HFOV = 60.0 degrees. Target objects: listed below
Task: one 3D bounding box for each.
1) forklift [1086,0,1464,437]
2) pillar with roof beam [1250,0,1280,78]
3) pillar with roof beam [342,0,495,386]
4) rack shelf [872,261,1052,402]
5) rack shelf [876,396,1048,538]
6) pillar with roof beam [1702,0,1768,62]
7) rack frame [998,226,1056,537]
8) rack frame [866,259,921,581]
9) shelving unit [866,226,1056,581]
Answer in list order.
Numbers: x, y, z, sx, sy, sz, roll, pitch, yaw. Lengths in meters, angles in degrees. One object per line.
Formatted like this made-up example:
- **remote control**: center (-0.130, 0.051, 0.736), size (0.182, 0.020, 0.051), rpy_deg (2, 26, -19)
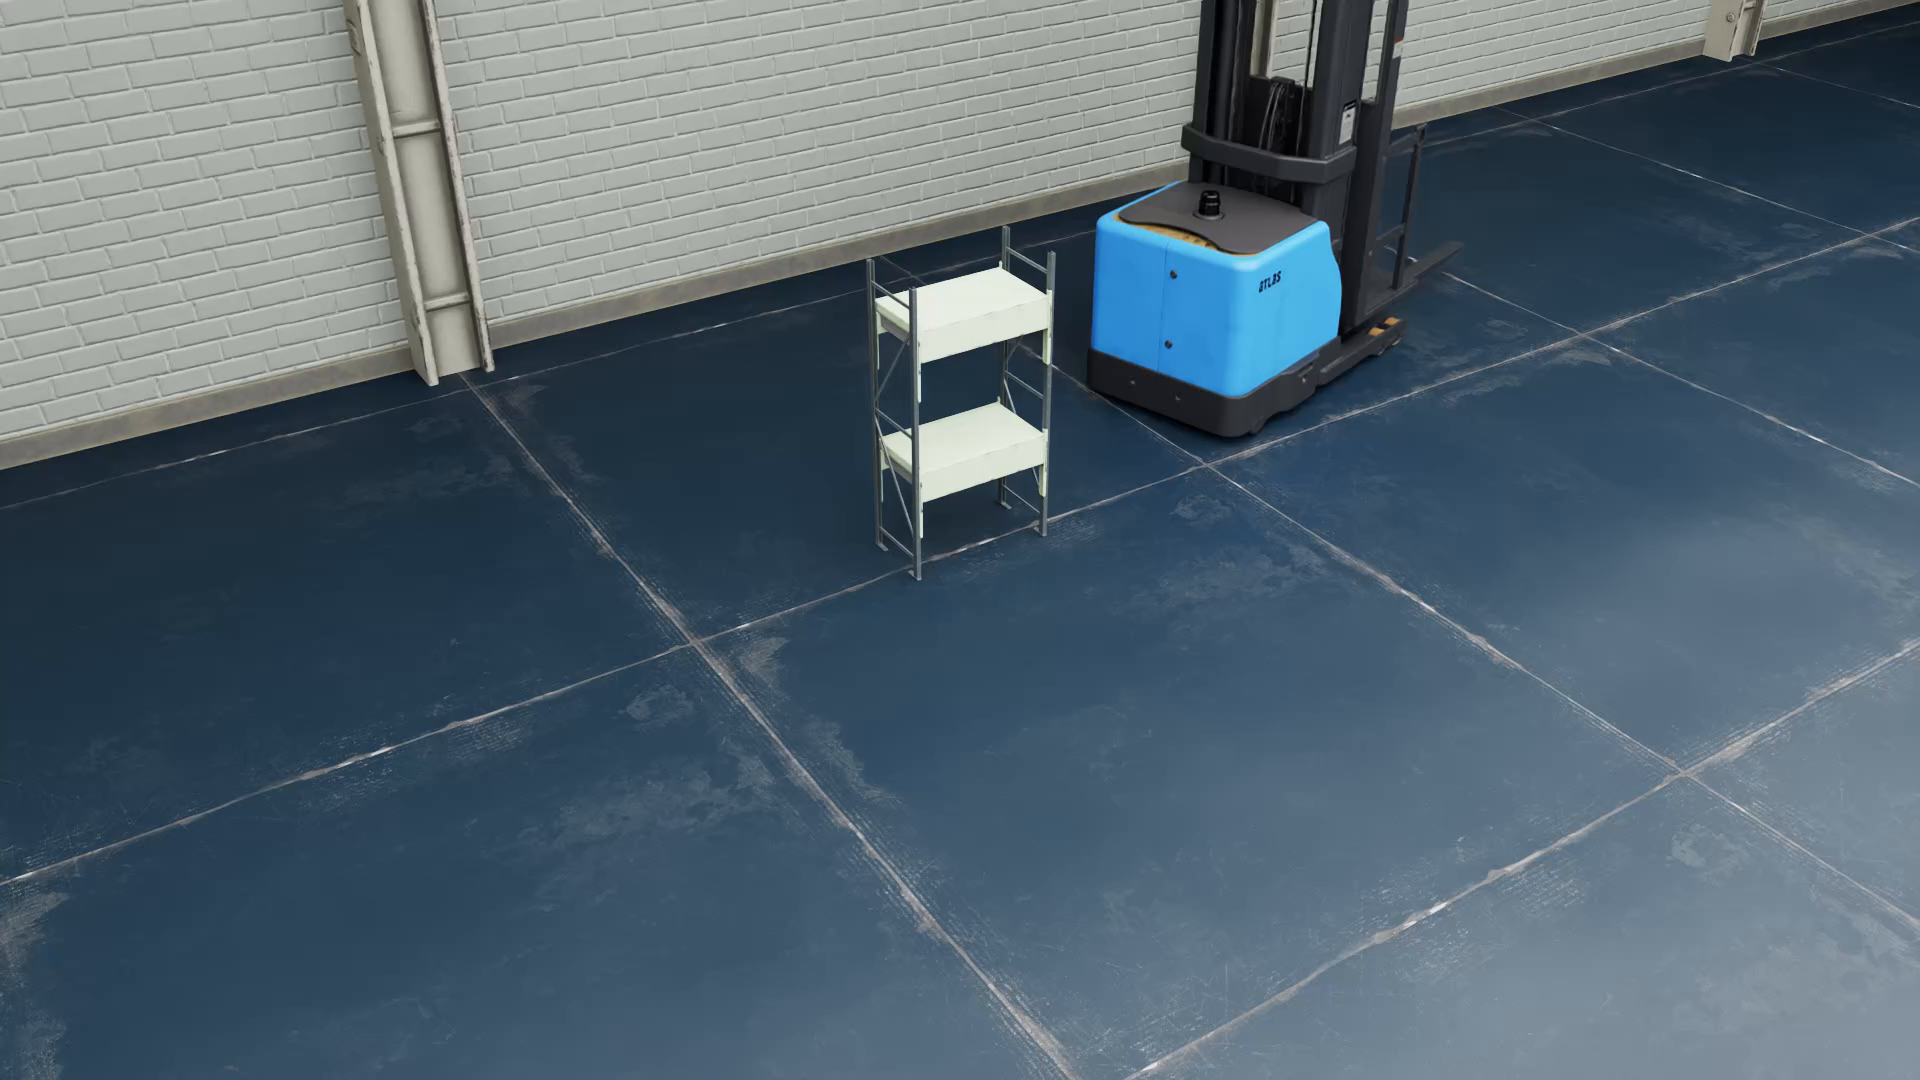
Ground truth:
- **forklift**: center (2.068, -2.505, 9.474), size (1.130, 2.935, 3.031), rpy_deg (25, 40, 34)
- **pillar with roof beam**: center (4.375, -4.629, 7.154), size (0.400, 9.000, 9.100), rpy_deg (-19, 37, -27)
- **pillar with roof beam**: center (-0.669, -2.895, 4.405), size (0.400, 9.000, 9.100), rpy_deg (-19, 37, -27)
- **rack shelf**: center (0.006, -0.966, 7.645), size (0.720, 0.370, 0.431), rpy_deg (-19, 37, -27)
- **rack shelf**: center (0.006, -0.361, 8.027), size (0.720, 0.370, 0.431), rpy_deg (-19, 37, -27)
- **pillar with roof beam**: center (9.418, -6.364, 9.904), size (0.400, 9.000, 9.100), rpy_deg (-19, 37, -27)
- **rack frame**: center (0.313, -0.742, 8.021), size (0.023, 1.500, 0.400), rpy_deg (-19, 37, -27)
- **rack frame**: center (-0.302, -0.530, 7.685), size (0.023, 1.500, 0.400), rpy_deg (-19, 37, -27)
- **shelving unit**: center (0.006, -0.636, 7.853), size (0.755, 1.500, 0.431), rpy_deg (-19, 37, -27)
